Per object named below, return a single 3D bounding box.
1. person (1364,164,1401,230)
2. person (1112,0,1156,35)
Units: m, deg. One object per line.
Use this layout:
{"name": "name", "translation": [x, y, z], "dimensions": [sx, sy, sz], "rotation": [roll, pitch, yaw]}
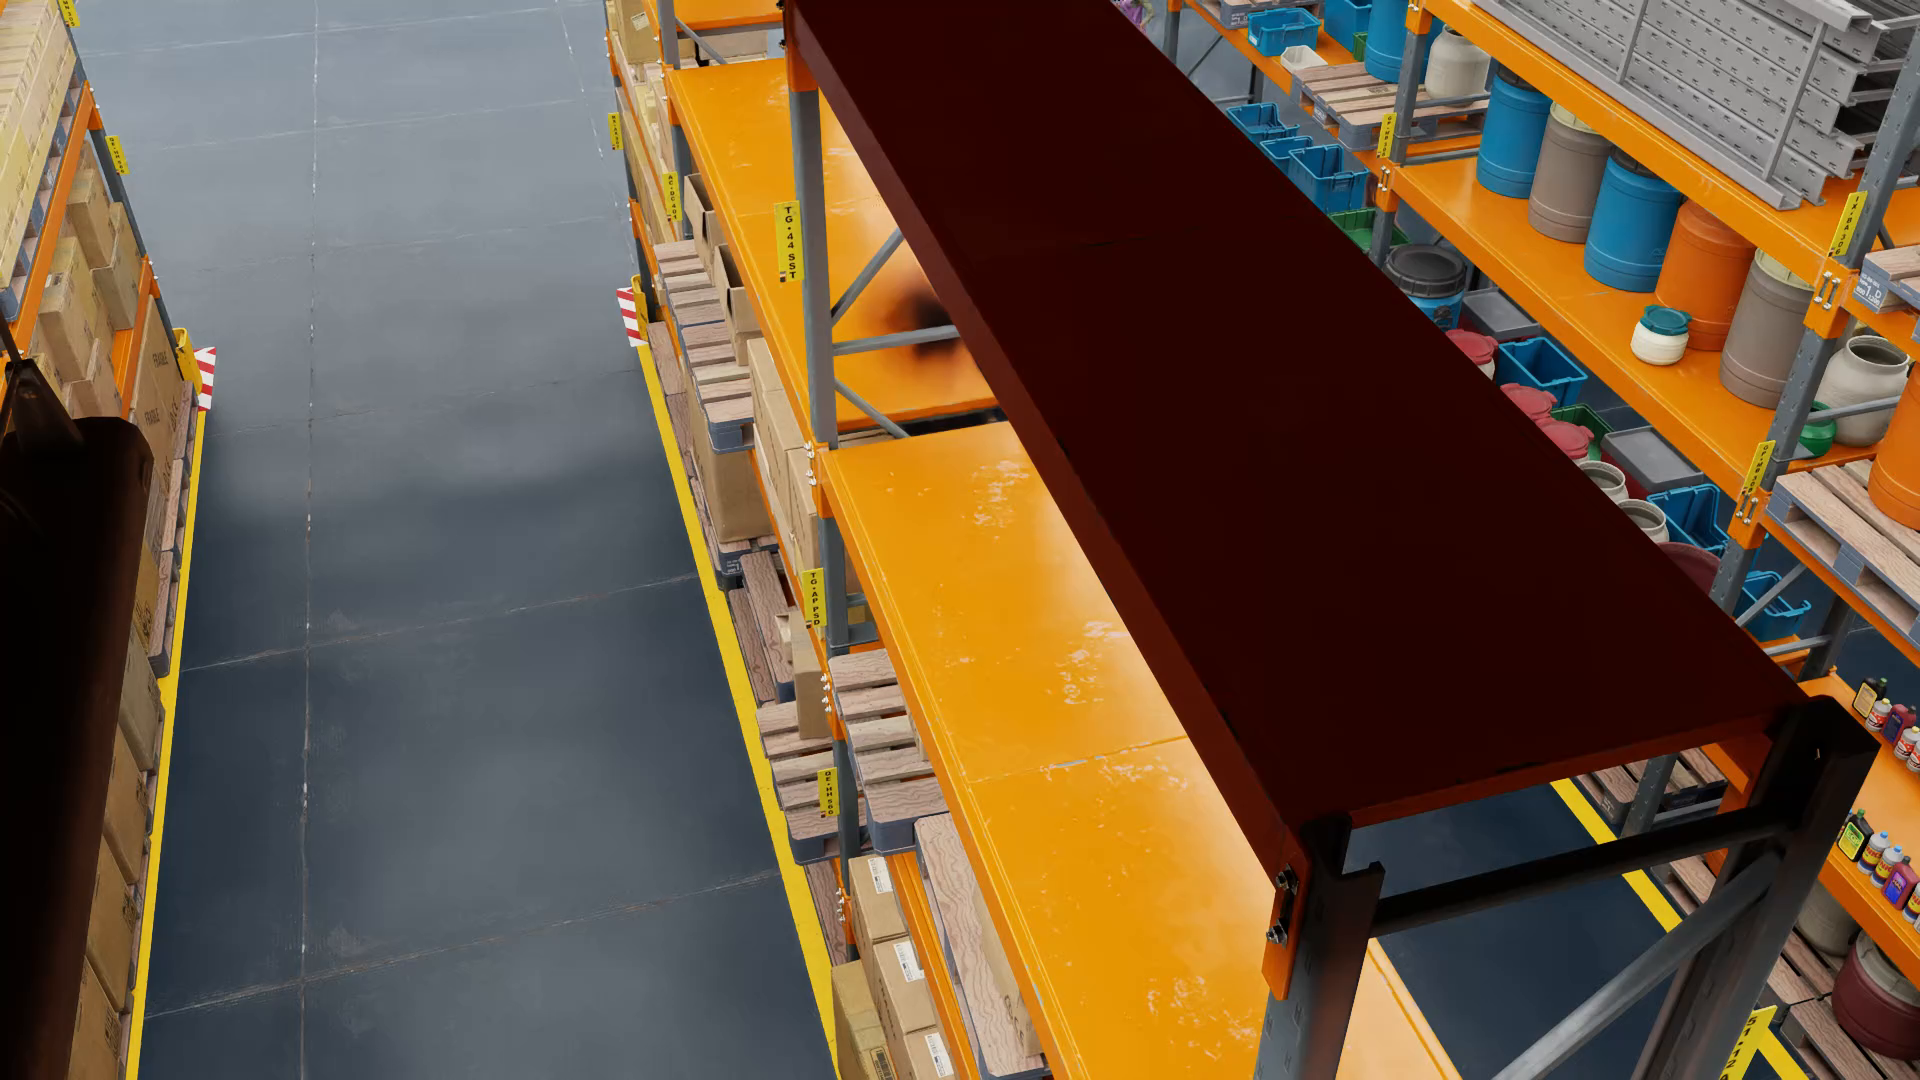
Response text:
{"name": "person", "translation": [4.030, -3.545, 15.987], "dimensions": [0.552, 1.707, 0.716], "rotation": [-20, 43, -24]}
{"name": "person", "translation": [1.950, -5.672, 18.663], "dimensions": [0.887, 1.592, 0.535], "rotation": [4, 39, 5]}
